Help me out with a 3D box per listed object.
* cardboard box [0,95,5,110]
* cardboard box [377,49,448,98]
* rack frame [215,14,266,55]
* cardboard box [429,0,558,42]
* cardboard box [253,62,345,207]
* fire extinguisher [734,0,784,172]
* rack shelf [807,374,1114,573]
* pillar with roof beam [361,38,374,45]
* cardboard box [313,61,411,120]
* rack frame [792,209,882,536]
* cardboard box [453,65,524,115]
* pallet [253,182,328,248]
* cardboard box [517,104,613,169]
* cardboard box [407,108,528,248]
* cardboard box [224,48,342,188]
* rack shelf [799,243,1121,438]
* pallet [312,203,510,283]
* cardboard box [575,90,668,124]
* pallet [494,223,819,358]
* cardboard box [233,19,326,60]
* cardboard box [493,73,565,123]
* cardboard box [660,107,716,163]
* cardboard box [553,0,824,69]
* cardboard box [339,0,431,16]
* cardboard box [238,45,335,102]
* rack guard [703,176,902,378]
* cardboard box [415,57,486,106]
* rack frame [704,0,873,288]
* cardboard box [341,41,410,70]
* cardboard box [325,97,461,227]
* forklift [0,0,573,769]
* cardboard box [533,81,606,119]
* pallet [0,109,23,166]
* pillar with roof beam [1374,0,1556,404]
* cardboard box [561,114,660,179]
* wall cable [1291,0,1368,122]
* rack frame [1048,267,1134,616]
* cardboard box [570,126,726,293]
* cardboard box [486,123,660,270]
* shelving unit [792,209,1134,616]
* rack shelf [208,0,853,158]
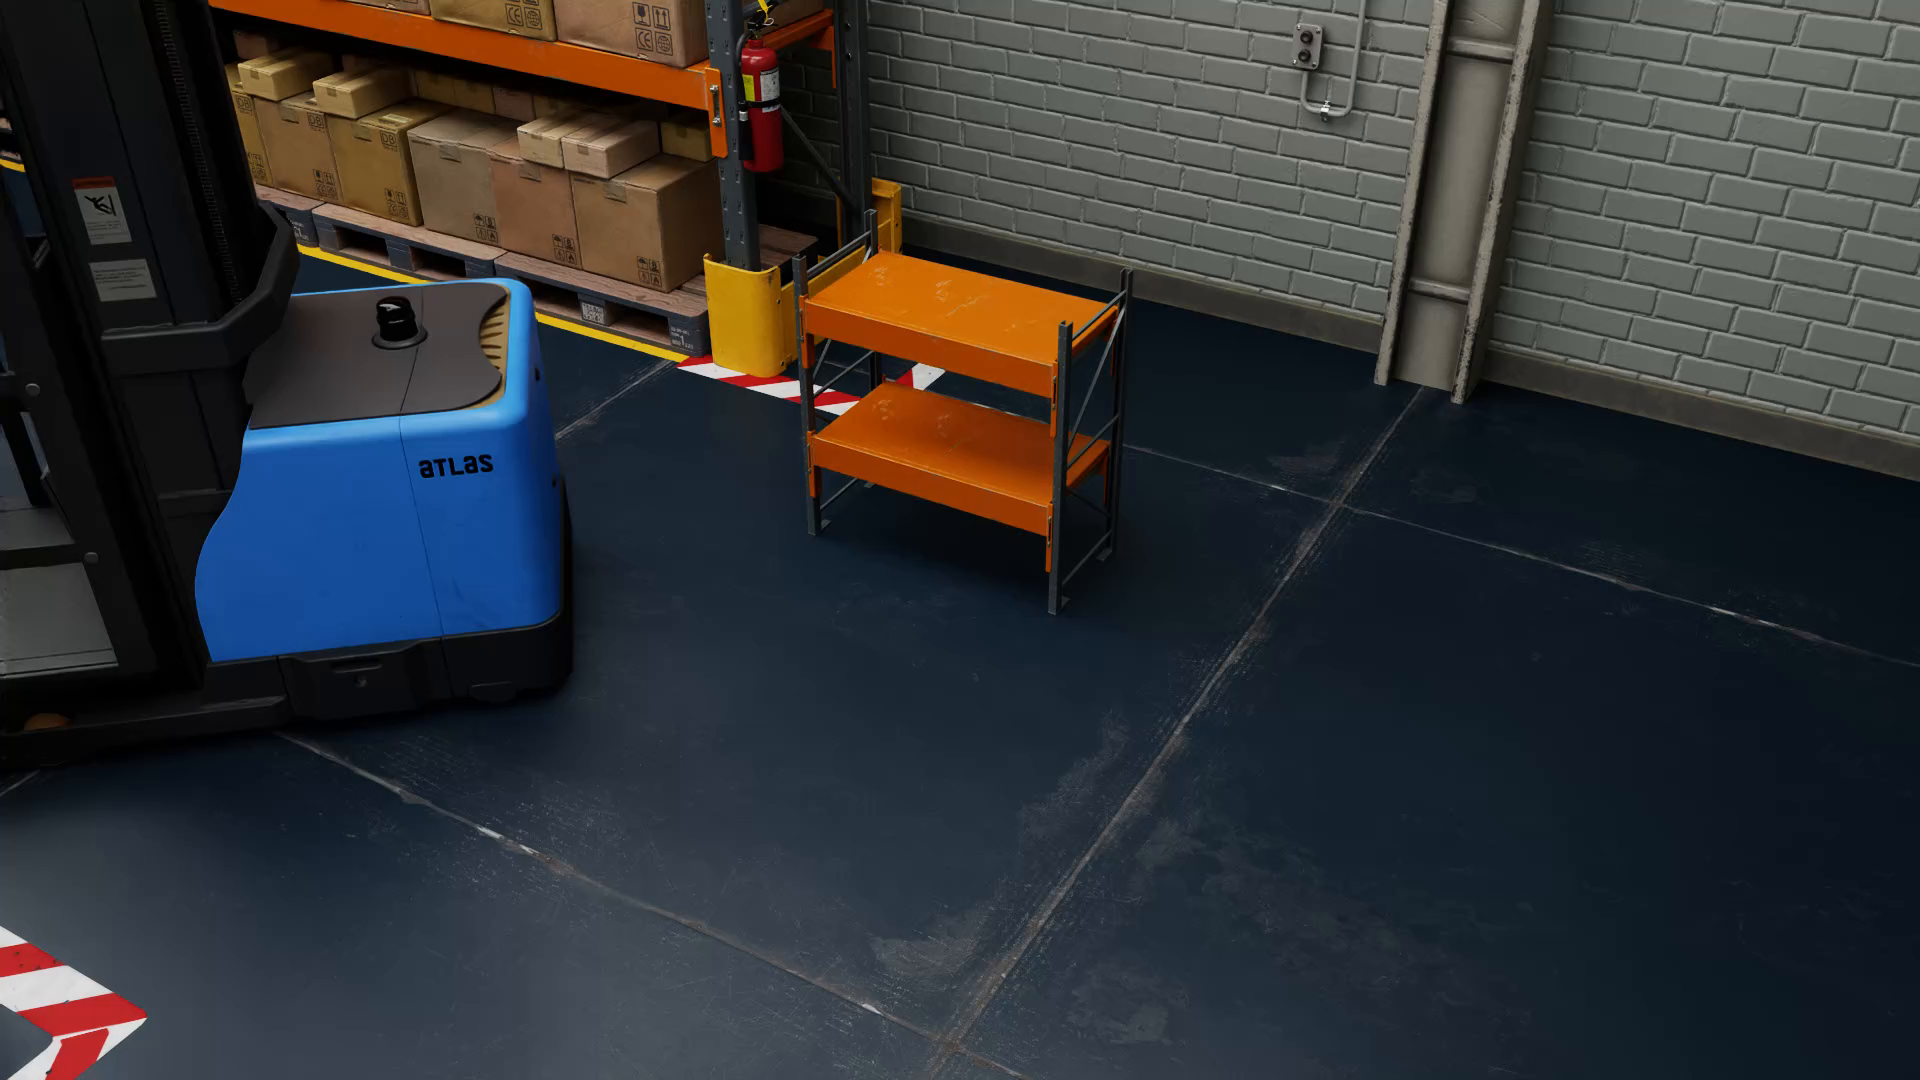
[{"bbox_3d":[-5.589,-3.022,9.643,0.750,0.750,0.750,19,38,26],"label":"cardboard box"},{"bbox_3d":[-2.709,-2.382,8.411,0.250,0.149,0.380,18,38,25],"label":"cardboard box"},{"bbox_3d":[-4.187,-3.383,8.624,0.127,3.000,1.000,18,37,24],"label":"rack frame"},{"bbox_3d":[-1.799,-2.738,7.384,0.700,0.700,0.980,17,37,24],"label":"cardboard box"},{"bbox_3d":[-3.154,-2.122,8.607,0.500,0.500,0.700,17,37,24],"label":"cardboard box"},{"bbox_3d":[-0.812,-1.832,6.701,0.183,0.674,0.296,18,37,24],"label":"fire extinguisher"},{"bbox_3d":[0.006,-0.263,6.071,1.000,0.278,0.538,18,37,24],"label":"rack shelf"},{"bbox_3d":[-5.286,-4.032,4.186,0.400,9.000,9.100,18,37,24],"label":"pillar with roof beam"},{"bbox_3d":[-2.929,-2.207,8.149,0.250,0.149,0.380,16,37,23],"label":"cardboard box"},{"bbox_3d":[-0.435,-0.606,6.145,0.032,1.125,0.500,18,37,24],"label":"rack frame"},{"bbox_3d":[-2.265,-2.241,8.200,0.250,0.149,0.380,18,38,25],"label":"cardboard box"},{"bbox_3d":[-3.566,-1.975,9.026,1.213,0.211,1.003,18,37,24],"label":"pallet"},{"bbox_3d":[-1.796,-1.849,7.612,0.250,0.149,0.380,19,38,26],"label":"cardboard box"},{"bbox_3d":[-2.243,-1.837,8.179,0.500,0.500,0.700,16,37,23],"label":"cardboard box"},{"bbox_3d":[-3.589,-2.262,8.817,0.500,0.500,0.700,18,38,25],"label":"cardboard box"},{"bbox_3d":[0.006,-0.710,5.773,1.000,0.278,0.538,18,37,24],"label":"rack shelf"},{"bbox_3d":[-2.502,-1.640,8.523,1.213,0.211,1.003,18,37,24],"label":"pallet"},{"bbox_3d":[-1.604,-2.032,7.887,0.250,0.149,0.380,18,38,25],"label":"cardboard box"},{"bbox_3d":[-1.447,-1.304,8.018,1.213,0.211,1.003,18,37,24],"label":"pallet"},{"bbox_3d":[-3.616,-2.668,8.841,0.250,0.149,0.380,17,37,24],"label":"cardboard box"},{"bbox_3d":[-2.042,-2.171,8.095,0.250,0.149,0.380,18,38,25],"label":"cardboard box"},{"bbox_3d":[-1.164,-1.893,7.678,0.250,0.149,0.380,18,38,25],"label":"cardboard box"},{"bbox_3d":[-1.162,-2.543,7.092,0.700,0.700,0.980,19,38,26],"label":"cardboard box"},{"bbox_3d":[-2.456,-2.952,7.706,0.700,0.700,0.980,16,37,22],"label":"cardboard box"},{"bbox_3d":[-3.382,-2.350,8.364,0.250,0.149,0.380,19,38,26],"label":"cardboard box"},{"bbox_3d":[-0.693,-1.236,7.655,0.348,0.500,1.175,18,37,24],"label":"rack guard"},{"bbox_3d":[-2.485,-2.311,8.305,0.250,0.149,0.380,17,37,24],"label":"cardboard box"},{"bbox_3d":[-0.714,-2.283,6.972,0.127,3.000,1.000,18,37,24],"label":"rack frame"},{"bbox_3d":[-2.928,-2.451,8.516,0.250,0.149,0.380,16,37,23],"label":"cardboard box"},{"bbox_3d":[-2.710,-1.980,8.394,0.500,0.500,0.700,18,38,25],"label":"cardboard box"},{"bbox_3d":[-2.848,-0.813,4.826,3.031,2.935,1.130,-6,34,-9],"label":"forklift"},{"bbox_3d":[-1.821,-2.101,7.990,0.250,0.149,0.380,18,38,25],"label":"cardboard box"},{"bbox_3d":[-4.894,-2.398,9.661,1.213,0.211,1.003,18,37,24],"label":"pallet"},{"bbox_3d":[-0.077,-2.382,1.708,0.400,9.000,9.100,18,37,24],"label":"pillar with roof beam"},{"bbox_3d":[-1.573,-1.779,7.507,0.250,0.149,0.380,17,37,24],"label":"cardboard box"},{"bbox_3d":[0.867,-2.809,6.845,1.851,1.984,0.084,18,37,24],"label":"wall cable"},{"bbox_3d":[0.447,-0.327,5.725,0.032,1.125,0.500,18,37,24],"label":"rack frame"},{"bbox_3d":[-1.371,-1.561,7.765,0.500,0.500,0.700,18,37,24],"label":"cardboard box"},{"bbox_3d":[-1.806,-1.699,7.972,0.500,0.500,0.700,17,37,24],"label":"cardboard box"},{"bbox_3d":[0.006,-0.466,5.935,1.048,1.125,0.538,18,37,24],"label":"shelving unit"},{"bbox_3d":[-2.451,-2.533,7.997,4.000,0.370,1.077,18,37,24],"label":"rack shelf"}]
